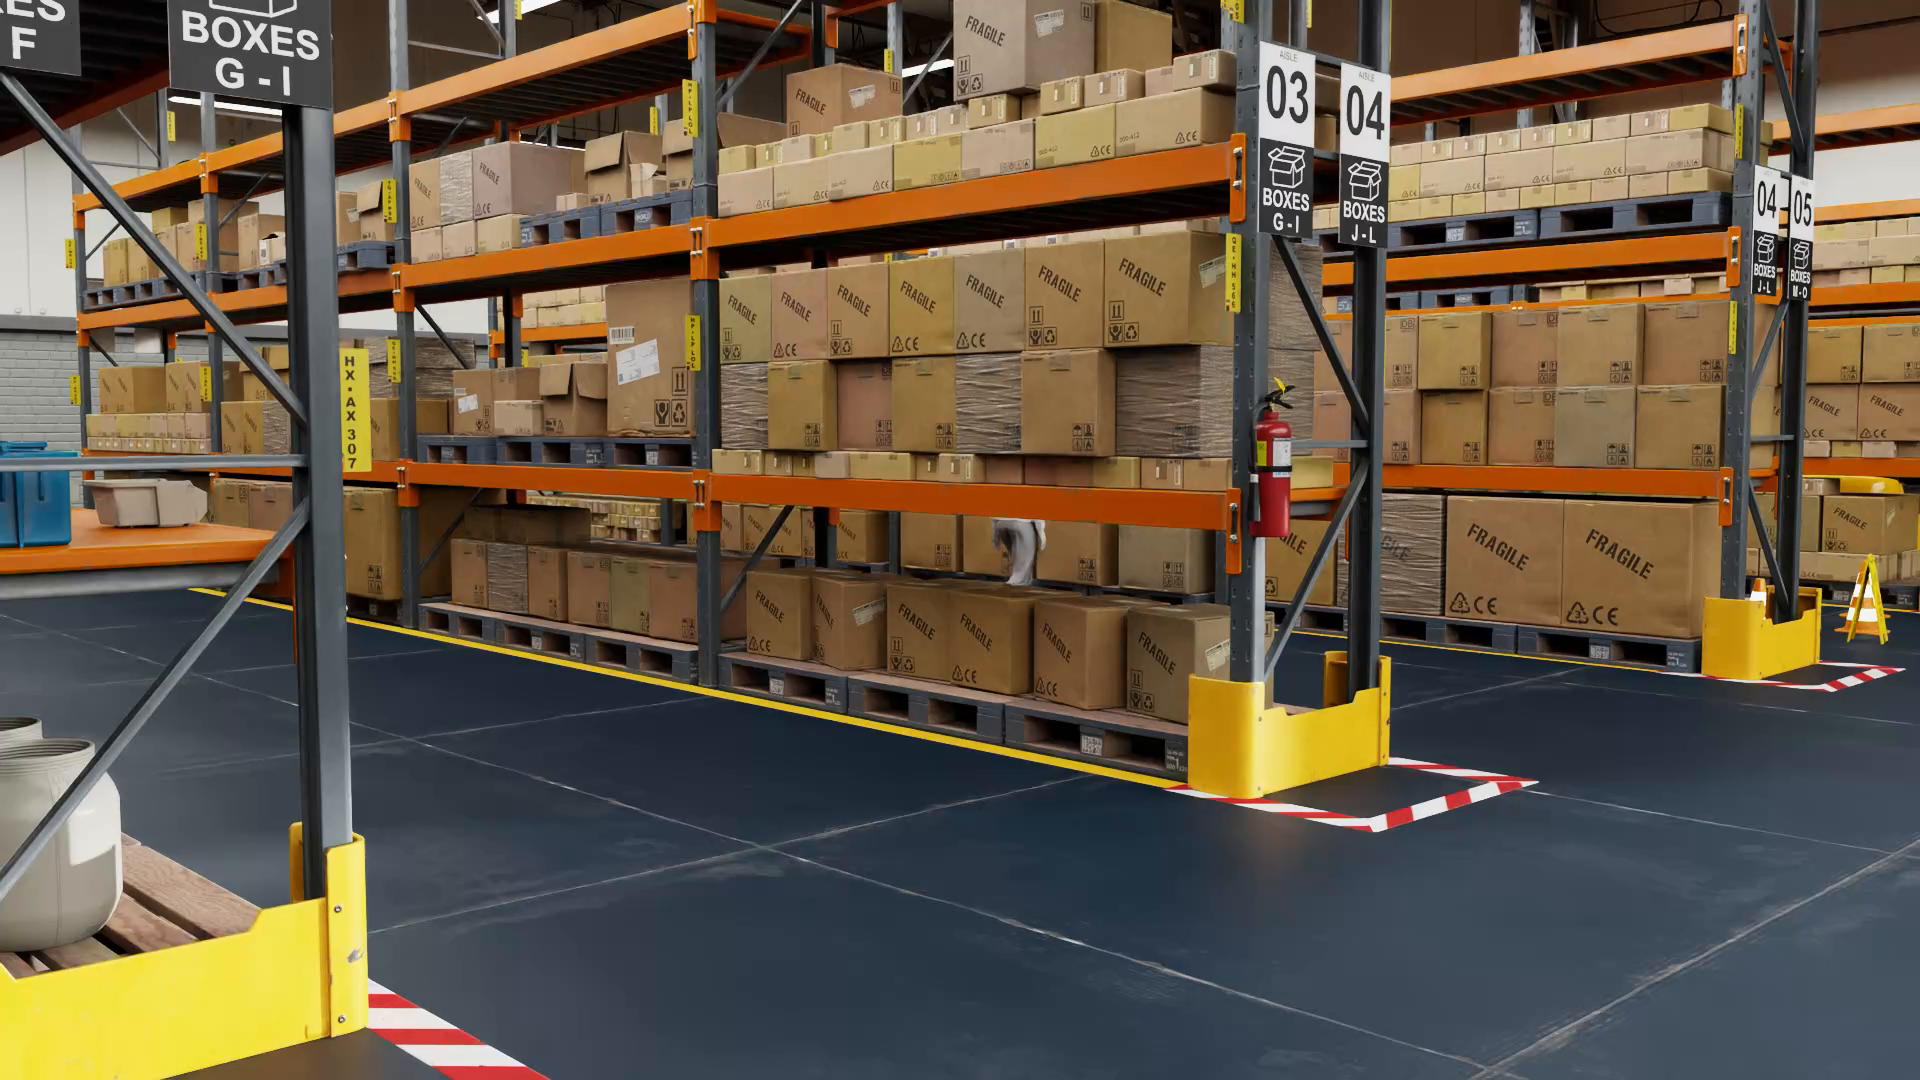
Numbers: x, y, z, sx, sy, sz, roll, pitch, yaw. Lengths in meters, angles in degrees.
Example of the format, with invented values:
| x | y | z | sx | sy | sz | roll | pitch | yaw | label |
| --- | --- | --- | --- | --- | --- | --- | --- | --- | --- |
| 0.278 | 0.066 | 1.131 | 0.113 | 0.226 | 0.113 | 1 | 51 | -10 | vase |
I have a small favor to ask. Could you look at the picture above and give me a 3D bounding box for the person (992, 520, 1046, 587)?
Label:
| x | y | z | sx | sy | sz | roll | pitch | yaw | label |
| --- | --- | --- | --- | --- | --- | --- | --- | --- | --- |
| 0.407 | -0.134 | 12.331 | 0.703 | 1.601 | 0.488 | -3 | 5 | -39 | person |
